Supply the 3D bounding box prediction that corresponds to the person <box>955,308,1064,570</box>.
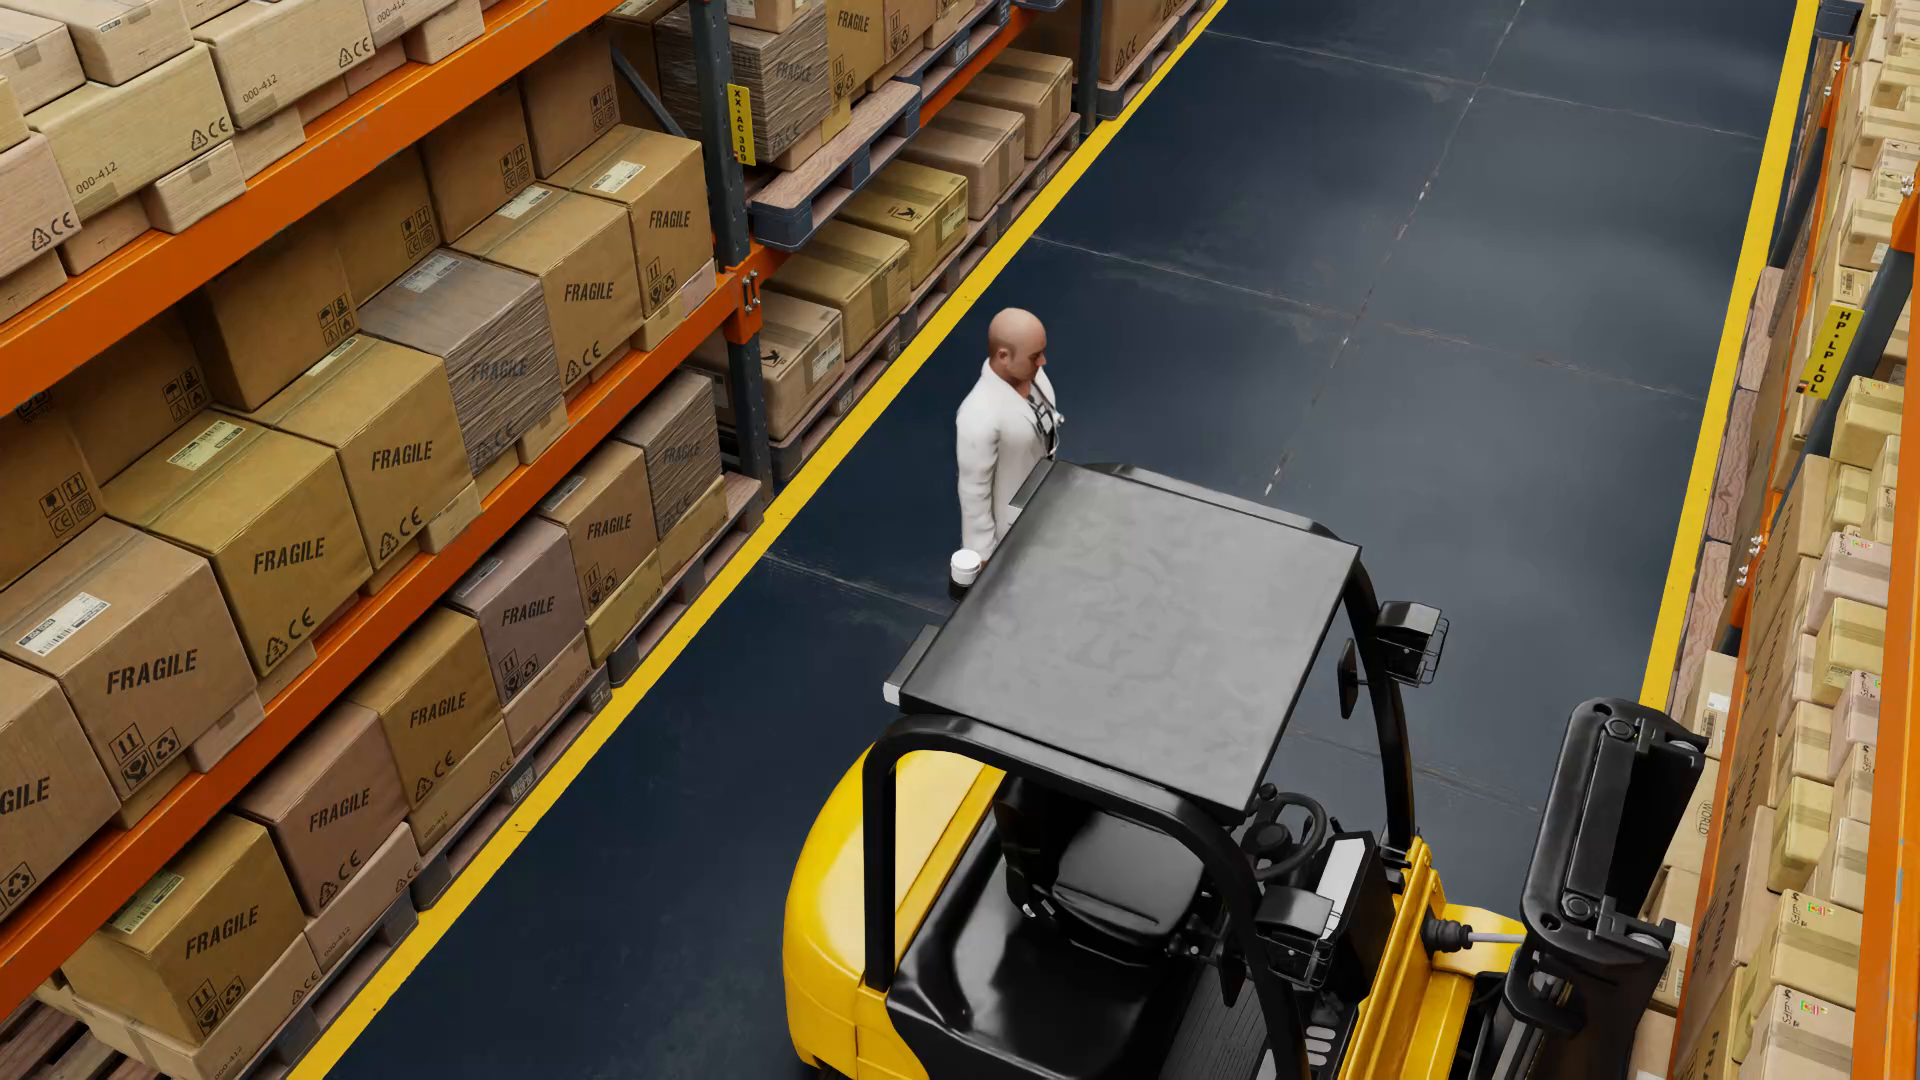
[{"bbox_3d":[0.223,-0.065,6.269,0.409,1.838,0.645,17,44,18],"label":"person"}]
